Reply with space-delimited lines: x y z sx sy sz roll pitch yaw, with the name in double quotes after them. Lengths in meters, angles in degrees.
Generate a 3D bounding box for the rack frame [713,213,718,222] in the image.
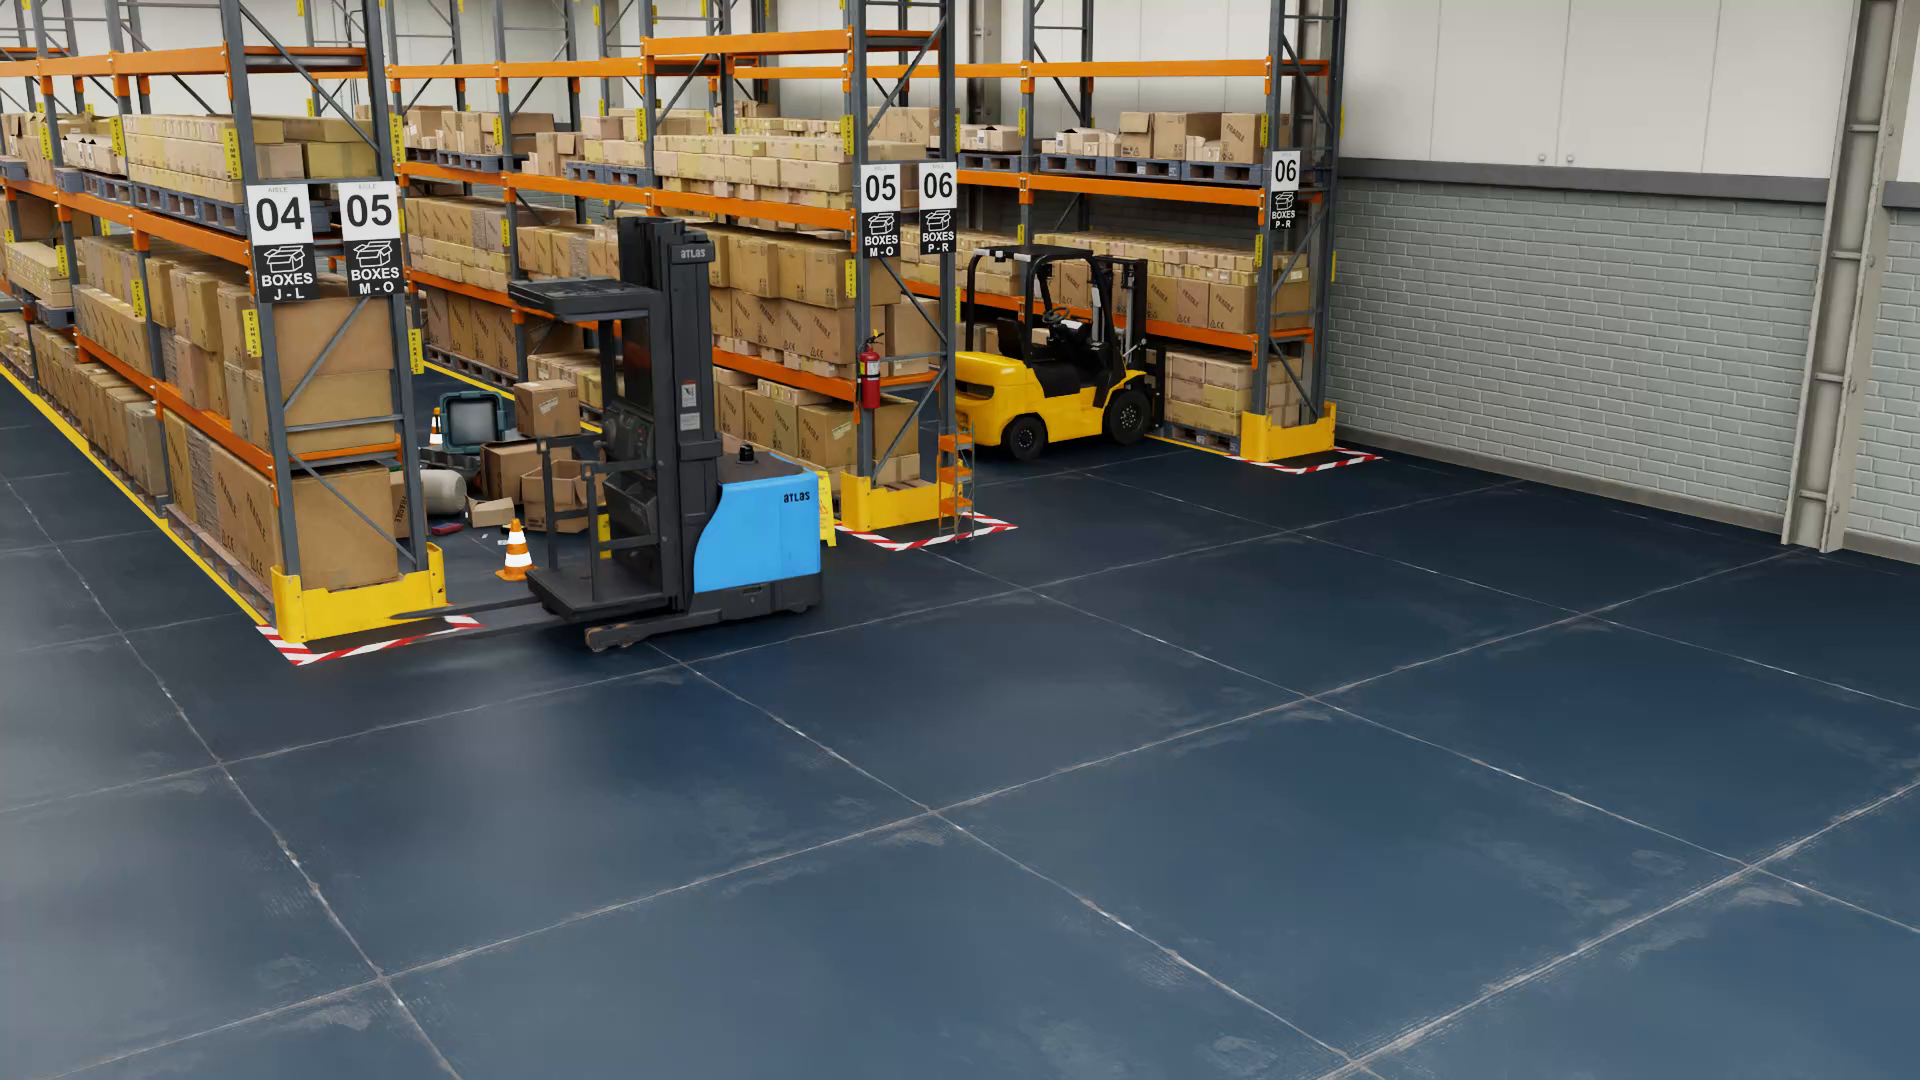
-3.522 -4.956 27.002 1.000 3.000 0.127 -11 19 -35 "rack frame"

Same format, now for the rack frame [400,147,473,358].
-7.535 -4.185 24.184 1.000 3.000 0.127 -11 19 -35 "rack frame"

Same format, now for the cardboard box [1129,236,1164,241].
2.228 -3.514 19.753 0.380 0.149 0.250 -11 19 -35 "cardboard box"

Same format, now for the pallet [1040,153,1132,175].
1.704 -4.474 19.725 1.003 0.211 1.213 -11 19 -35 "pallet"

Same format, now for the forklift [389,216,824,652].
-2.565 -0.786 11.895 3.031 2.935 1.130 -9 18 -30 "forklift"

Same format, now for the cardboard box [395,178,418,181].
-8.580 -5.514 25.728 0.380 0.149 0.250 -10 18 -33 "cardboard box"

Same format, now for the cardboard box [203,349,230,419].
-5.593 -1.337 13.494 0.875 0.550 0.500 -11 19 -35 "cardboard box"

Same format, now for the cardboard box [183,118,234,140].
-5.492 -3.030 12.262 0.380 0.149 0.250 -11 19 -34 "cardboard box"

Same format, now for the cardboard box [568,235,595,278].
-4.188 -3.262 19.265 0.500 0.500 0.500 -12 19 -37 "cardboard box"

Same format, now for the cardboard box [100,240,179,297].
-8.270 -2.757 16.883 0.700 0.500 0.500 -11 19 -35 "cardboard box"

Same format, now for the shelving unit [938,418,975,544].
-0.031 -0.518 14.479 0.215 1.050 0.252 -11 19 -35 "shelving unit"

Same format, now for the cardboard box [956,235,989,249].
0.168 -3.861 21.584 0.380 0.149 0.250 -11 19 -36 "cardboard box"

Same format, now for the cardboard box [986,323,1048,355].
0.866 -2.415 21.419 0.875 0.625 0.625 -10 18 -32 "cardboard box"

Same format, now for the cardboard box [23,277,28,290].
-10.848 -3.043 19.692 0.380 0.149 0.250 -11 19 -36 "cardboard box"

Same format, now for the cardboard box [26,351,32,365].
-11.922 -2.384 21.645 0.380 0.149 0.250 -10 18 -33 "cardboard box"

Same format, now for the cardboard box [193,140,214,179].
-5.231 -2.769 12.066 0.500 0.250 0.500 -11 19 -34 "cardboard box"

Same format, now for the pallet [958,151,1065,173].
0.652 -4.789 21.070 0.805 0.209 1.217 -12 19 -37 "pallet"

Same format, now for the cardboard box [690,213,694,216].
-4.492 -5.496 28.695 0.500 0.250 0.500 -11 19 -35 "cardboard box"

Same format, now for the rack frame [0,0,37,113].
-13.832 -7.143 23.627 1.000 3.000 0.127 -11 19 -35 "rack frame"

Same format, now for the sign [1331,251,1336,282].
3.986 -2.934 17.825 0.100 0.325 0.005 -11 19 -35 "sign"

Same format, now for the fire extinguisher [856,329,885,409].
-0.785 -1.489 14.481 0.296 0.674 0.183 -11 19 -35 "fire extinguisher"

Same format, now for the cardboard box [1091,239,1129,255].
1.756 -3.421 19.412 0.380 0.149 0.250 -11 19 -35 "cardboard box"

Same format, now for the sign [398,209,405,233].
-7.983 -4.554 23.743 0.100 0.325 0.005 -11 19 -35 "sign"

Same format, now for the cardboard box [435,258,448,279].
-6.896 -3.755 22.899 0.500 0.250 0.500 -11 19 -35 "cardboard box"

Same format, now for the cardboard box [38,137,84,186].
-9.669 -4.118 18.069 0.500 0.500 0.500 -11 19 -35 "cardboard box"

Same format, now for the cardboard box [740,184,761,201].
-1.855 -3.302 15.752 0.380 0.149 0.250 -11 19 -35 "cardboard box"

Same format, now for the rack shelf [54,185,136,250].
-7.952 -3.213 16.316 1.077 0.370 4.000 -11 19 -35 "rack shelf"

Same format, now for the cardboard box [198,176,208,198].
-5.341 -2.590 12.166 0.380 0.149 0.250 -11 19 -34 "cardboard box"

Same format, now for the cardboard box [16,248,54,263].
-11.007 -3.386 19.818 0.380 0.149 0.250 -11 19 -35 "cardboard box"

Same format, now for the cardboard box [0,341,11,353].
-13.349 -2.748 23.540 0.380 0.149 0.250 -11 19 -34 "cardboard box"

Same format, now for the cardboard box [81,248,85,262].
-10.320 -3.429 19.977 0.380 0.149 0.250 -12 19 -37 "cardboard box"

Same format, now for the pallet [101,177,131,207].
-7.355 -3.229 15.373 0.805 0.209 1.217 -12 19 -37 "pallet"

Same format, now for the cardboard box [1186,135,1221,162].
2.651 -4.210 17.865 0.396 0.266 0.258 -11 19 -34 "cardboard box"

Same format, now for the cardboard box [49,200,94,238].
-11.548 -4.203 21.604 0.500 0.500 0.500 -10 18 -33 "cardboard box"

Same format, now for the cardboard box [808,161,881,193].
-0.998 -3.208 14.653 0.500 0.250 0.500 -11 19 -35 "cardboard box"

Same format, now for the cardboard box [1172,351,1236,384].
2.705 -1.910 18.393 0.500 0.250 0.500 -10 18 -34 "cardboard box"

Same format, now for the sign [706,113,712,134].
-3.957 -6.566 26.224 0.100 0.325 0.005 -11 19 -35 "sign"

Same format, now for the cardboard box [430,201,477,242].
-6.895 -4.365 22.758 0.500 0.500 0.500 -11 19 -36 "cardboard box"

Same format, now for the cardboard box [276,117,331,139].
-4.960 -3.131 12.633 0.380 0.149 0.250 -11 19 -35 "cardboard box"

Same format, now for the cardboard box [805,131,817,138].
-2.026 -5.872 24.194 0.380 0.149 0.250 -11 19 -35 "cardboard box"

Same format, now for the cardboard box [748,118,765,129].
-3.002 -6.341 25.308 0.380 0.149 0.250 -11 19 -34 "cardboard box"

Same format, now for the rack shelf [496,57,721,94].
-4.007 -5.257 18.859 1.077 0.370 4.000 -11 19 -35 "rack shelf"

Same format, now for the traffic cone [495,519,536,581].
-3.588 0.057 13.490 0.336 0.463 0.334 -11 19 -35 "traffic cone"

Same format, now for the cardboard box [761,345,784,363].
-1.681 -1.810 15.983 0.380 0.149 0.250 -11 19 -35 "cardboard box"

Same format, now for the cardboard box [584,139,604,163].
-3.884 -4.374 18.680 0.500 0.250 0.500 -11 19 -34 "cardboard box"

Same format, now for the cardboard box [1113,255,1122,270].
1.885 -3.222 19.249 0.380 0.149 0.250 -12 19 -36 "cardboard box"

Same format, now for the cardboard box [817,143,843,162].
-1.038 -3.420 14.673 0.380 0.149 0.250 -10 18 -34 "cardboard box"

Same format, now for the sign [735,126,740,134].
-2.397 -4.259 17.792 0.100 0.325 0.005 -11 19 -35 "sign"

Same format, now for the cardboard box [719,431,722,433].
-2.380 -1.073 17.226 0.500 0.250 0.500 -10 18 -31 "cardboard box"

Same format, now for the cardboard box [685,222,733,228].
-2.748 -3.023 17.292 0.700 0.500 0.500 -11 19 -35 "cardboard box"

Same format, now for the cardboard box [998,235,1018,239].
0.720 -3.887 21.679 0.380 0.149 0.250 -11 19 -35 "cardboard box"

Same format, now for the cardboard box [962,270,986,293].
0.373 -3.349 21.414 0.500 0.250 0.500 -11 19 -35 "cardboard box"

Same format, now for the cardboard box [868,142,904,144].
-0.684 -3.492 14.934 0.380 0.149 0.250 -11 19 -35 "cardboard box"

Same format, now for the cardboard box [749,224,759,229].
-3.016 -4.738 25.663 0.396 0.266 0.258 -10 18 -32 "cardboard box"

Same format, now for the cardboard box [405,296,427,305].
-8.344 -3.493 25.716 0.875 0.438 0.875 -12 19 -36 "cardboard box"

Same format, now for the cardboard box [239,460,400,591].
-4.876 -0.145 12.652 0.875 0.875 0.875 -11 19 -34 "cardboard box"

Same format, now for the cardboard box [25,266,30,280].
-10.699 -3.131 19.449 0.380 0.149 0.250 -11 19 -36 "cardboard box"
